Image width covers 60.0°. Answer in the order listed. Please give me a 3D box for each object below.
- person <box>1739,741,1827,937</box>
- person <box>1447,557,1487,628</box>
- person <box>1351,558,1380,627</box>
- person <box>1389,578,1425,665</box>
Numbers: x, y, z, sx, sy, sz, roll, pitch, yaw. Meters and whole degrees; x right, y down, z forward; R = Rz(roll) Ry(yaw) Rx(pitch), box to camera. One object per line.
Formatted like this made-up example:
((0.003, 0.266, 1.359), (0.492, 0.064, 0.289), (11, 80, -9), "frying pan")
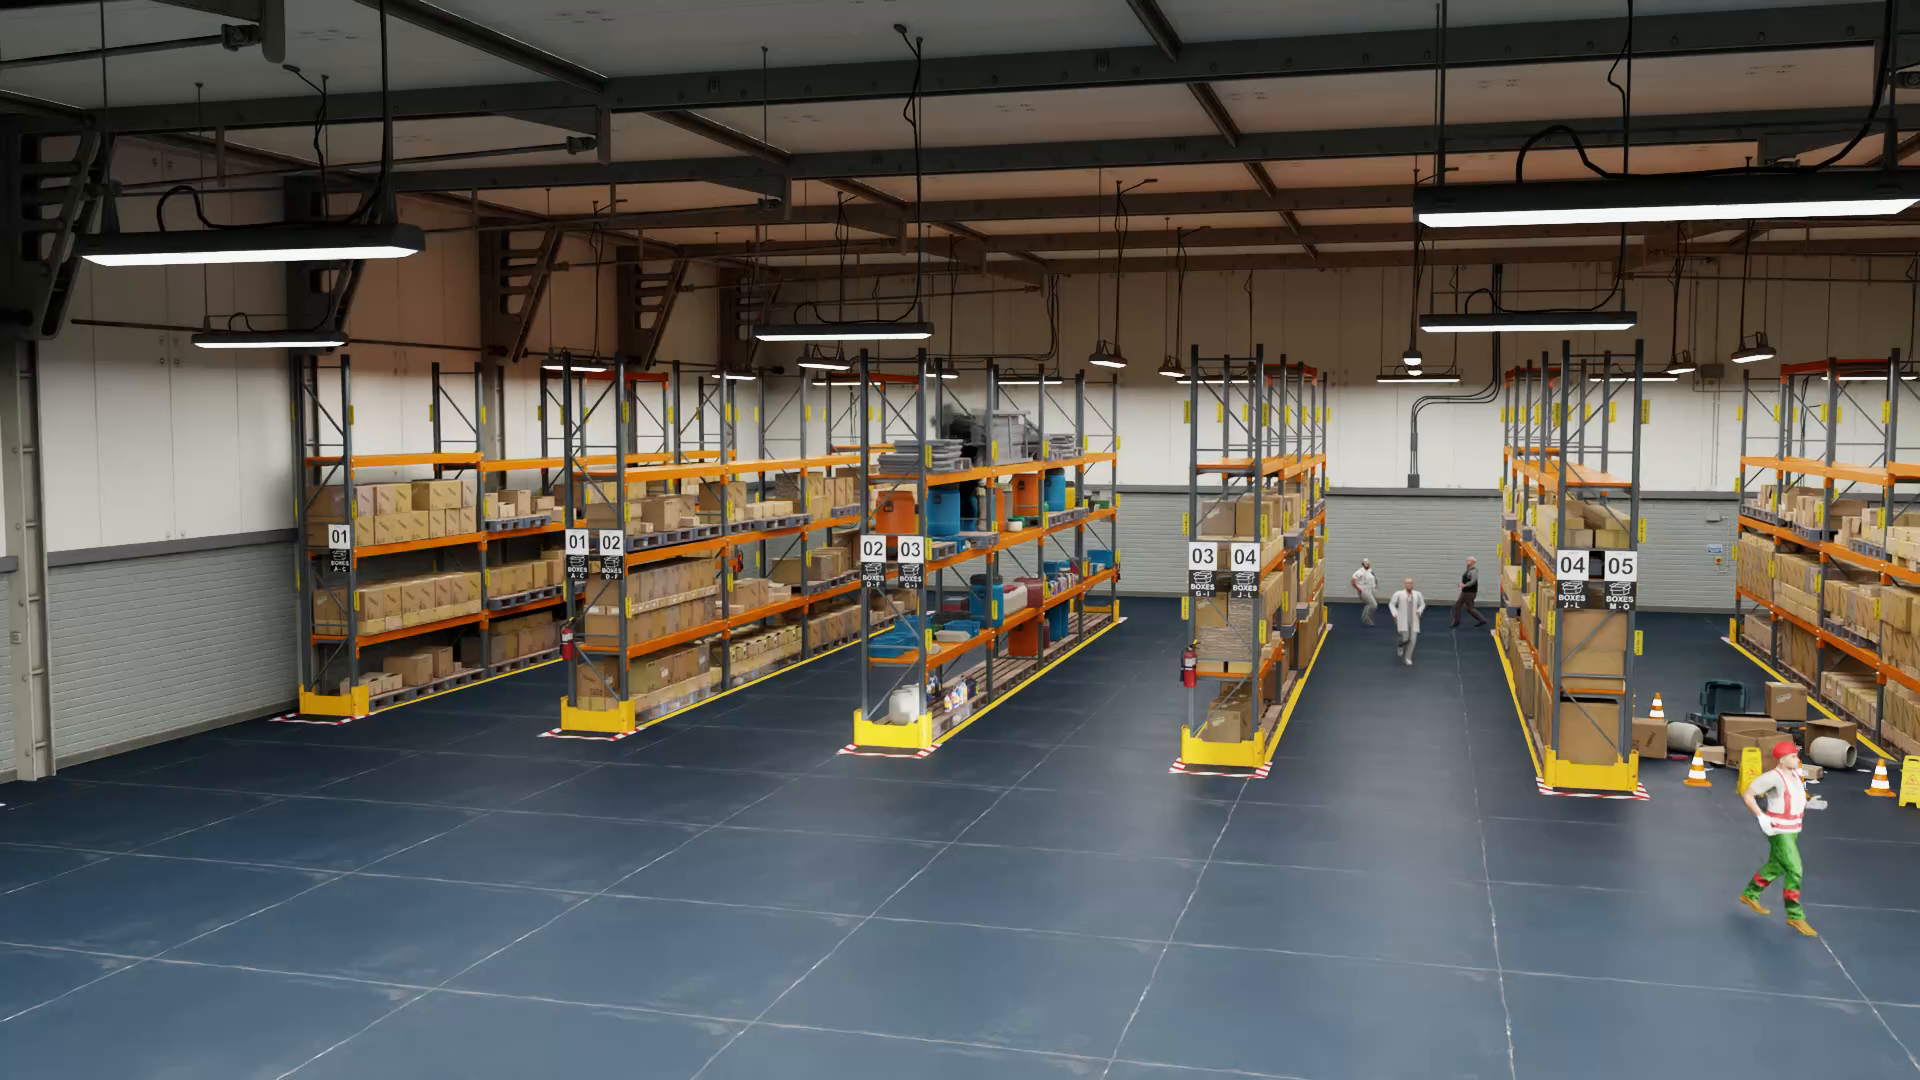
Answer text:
((8.043, 2.872, 16.275), (0.653, 1.822, 0.831), (-4, 6, -39), "person")
((11.900, 1.242, 38.965), (0.892, 1.713, 0.683), (0, 4, 6), "person")
((9.629, 1.251, 39.357), (0.675, 1.651, 0.641), (-4, 6, -43), "person")
((9.020, 1.631, 33.496), (0.709, 1.733, 0.638), (0, 4, 1), "person")
